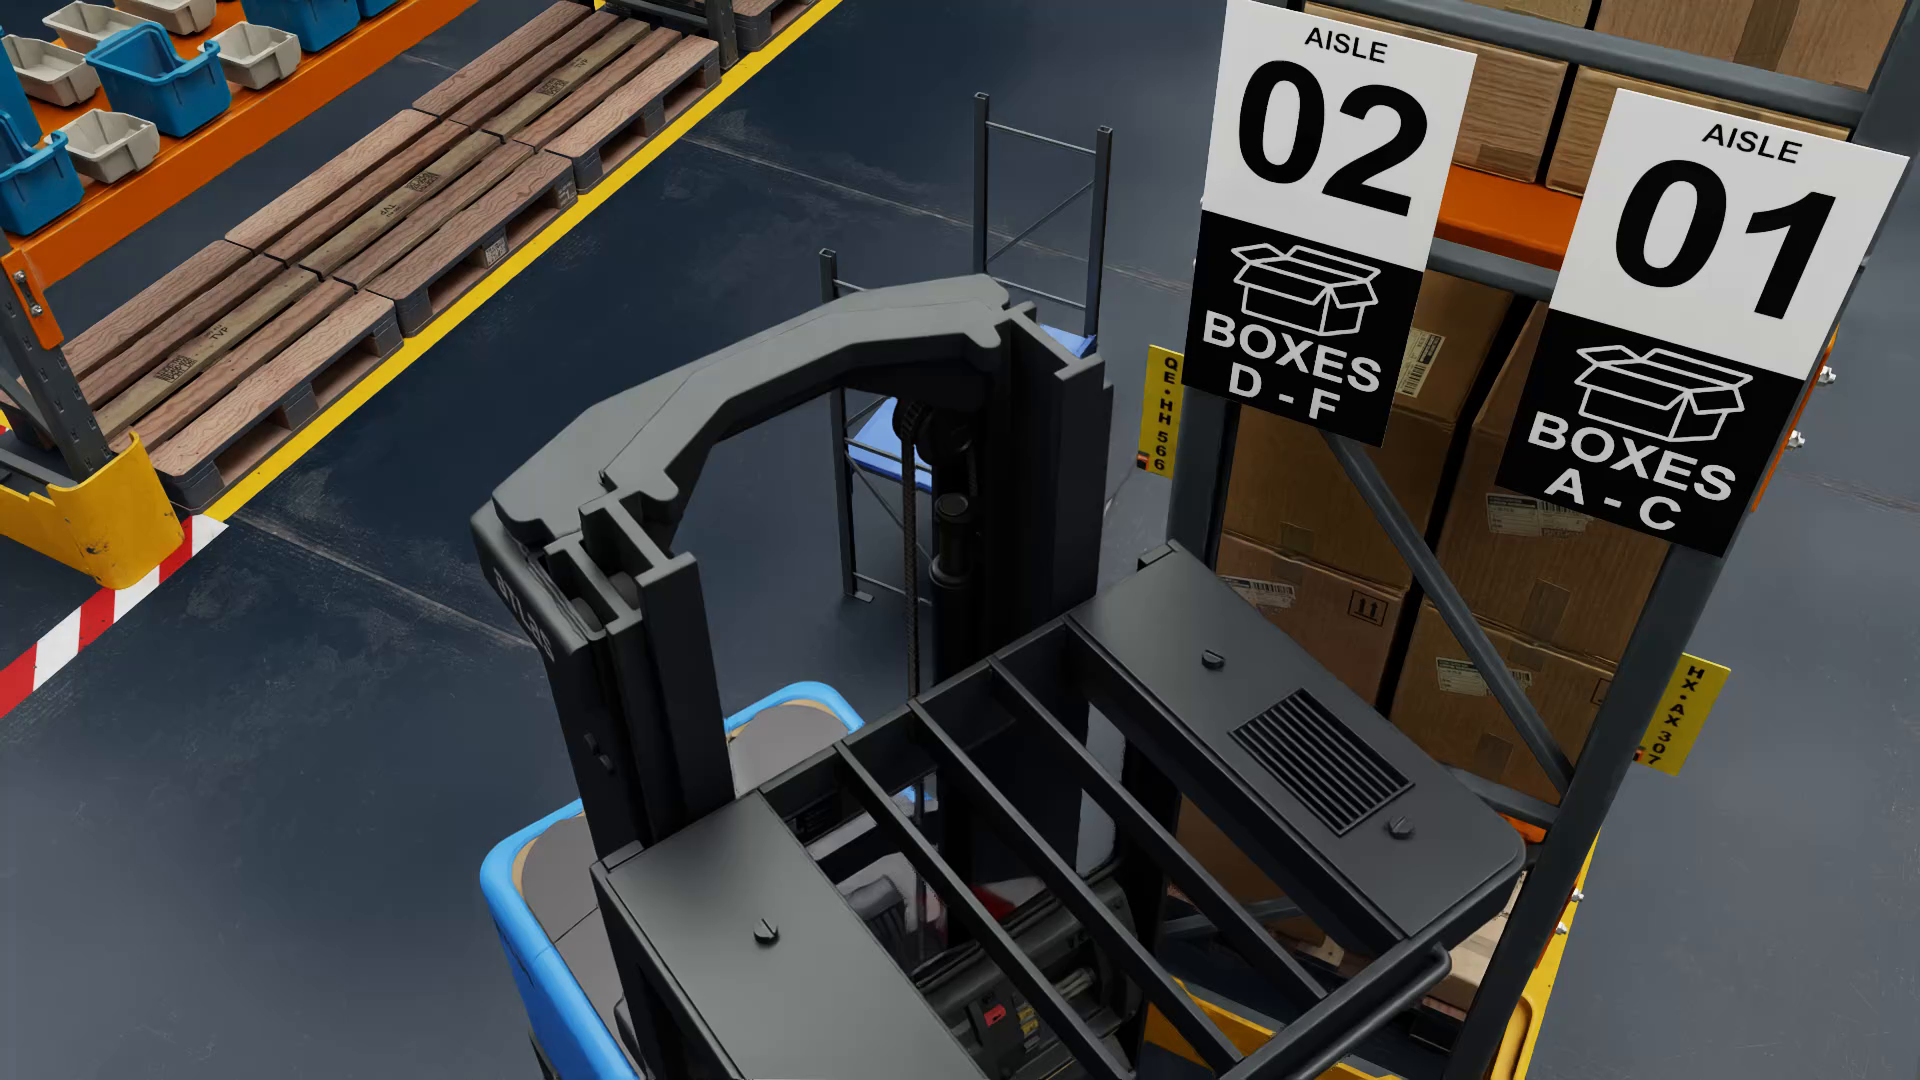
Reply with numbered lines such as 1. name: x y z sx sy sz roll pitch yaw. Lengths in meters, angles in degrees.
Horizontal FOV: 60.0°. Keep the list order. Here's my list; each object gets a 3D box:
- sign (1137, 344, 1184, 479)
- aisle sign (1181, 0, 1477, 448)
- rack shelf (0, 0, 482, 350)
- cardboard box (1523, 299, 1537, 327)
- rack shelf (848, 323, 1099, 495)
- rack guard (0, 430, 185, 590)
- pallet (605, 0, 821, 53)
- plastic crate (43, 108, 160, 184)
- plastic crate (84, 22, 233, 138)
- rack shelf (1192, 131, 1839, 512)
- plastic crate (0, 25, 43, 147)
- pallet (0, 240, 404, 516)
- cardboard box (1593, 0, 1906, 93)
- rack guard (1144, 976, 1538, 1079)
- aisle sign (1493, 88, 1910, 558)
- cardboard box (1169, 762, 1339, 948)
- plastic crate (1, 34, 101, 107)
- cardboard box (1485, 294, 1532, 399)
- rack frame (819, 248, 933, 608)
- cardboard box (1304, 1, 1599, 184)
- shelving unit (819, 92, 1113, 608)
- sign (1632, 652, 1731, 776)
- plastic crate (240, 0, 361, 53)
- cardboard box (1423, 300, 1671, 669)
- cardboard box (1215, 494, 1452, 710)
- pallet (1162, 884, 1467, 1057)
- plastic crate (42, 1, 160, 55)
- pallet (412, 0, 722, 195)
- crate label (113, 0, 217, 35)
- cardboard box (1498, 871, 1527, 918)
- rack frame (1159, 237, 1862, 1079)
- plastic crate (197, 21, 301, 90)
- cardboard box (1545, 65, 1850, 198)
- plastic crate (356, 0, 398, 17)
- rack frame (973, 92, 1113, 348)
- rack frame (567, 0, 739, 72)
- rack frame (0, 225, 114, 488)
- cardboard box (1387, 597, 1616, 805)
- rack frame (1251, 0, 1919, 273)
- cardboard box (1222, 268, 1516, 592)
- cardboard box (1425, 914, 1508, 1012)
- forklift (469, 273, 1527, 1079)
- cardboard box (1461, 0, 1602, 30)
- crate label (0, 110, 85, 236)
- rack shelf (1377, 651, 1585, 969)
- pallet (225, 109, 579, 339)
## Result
1. sign: 0.415 -0.252 3.353 0.100 0.325 0.005 20 49 19
2. aisle sign: 0.594 -0.510 2.817 0.394 0.787 0.004 20 49 19
3. rack shelf: -2.560 -2.182 6.804 1.077 0.370 4.000 20 49 19
4. cardboard box: 1.573 -0.449 3.811 0.500 0.500 0.500 21 49 19
5. rack shelf: 0.040 -0.455 5.898 0.538 0.185 1.000 20 49 19
6. rack guard: -3.488 -0.277 6.173 1.175 0.500 0.348 20 49 19
7. pallet: -1.236 -3.187 9.252 1.003 0.211 1.213 20 49 19
8. plastic crate: -2.860 -1.325 5.594 0.250 0.136 0.298 20 49 19
9. plastic crate: -2.776 -1.599 5.797 0.416 0.233 0.300 20 49 19
10. rack shelf: 1.826 -1.599 4.118 1.077 0.370 4.000 20 49 19
11. plastic crate: -3.498 -1.481 5.538 0.616 0.435 0.499 20 49 19
12. pallet: -3.071 -0.702 6.795 1.003 0.211 1.213 20 49 19
13. cardboard box: 1.366 -0.953 2.728 0.500 0.250 0.500 20 49 19
14. rack guard: 0.933 1.293 4.620 1.175 0.500 0.348 20 49 19
15. aisle sign: 1.126 -0.311 2.621 0.394 0.787 0.004 20 49 19
16. cardboard box: 0.932 0.763 4.835 0.500 0.500 0.500 20 49 19
17. plastic crate: -3.270 -1.677 5.942 0.396 0.136 0.243 20 49 19
18. cardboard box: 1.094 -0.614 3.974 0.500 0.500 0.500 22 49 20
19. rack frame: -0.196 -0.261 5.453 0.500 1.500 0.032 20 49 19
20. cardboard box: 0.902 -0.950 3.076 0.500 0.250 0.500 20 49 19
21. shelving unit: 0.040 -0.581 5.770 0.538 1.500 1.048 20 49 19
22. sign: 1.378 0.337 3.199 0.100 0.325 0.005 20 49 19
23. plastic crate: -2.471 -2.014 6.207 0.416 0.233 0.300 20 49 19
24. cardboard box: 1.337 -0.117 3.483 0.500 0.500 0.500 22 49 20
25. cardboard box: 0.864 0.055 4.016 0.500 0.500 0.500 22 49 20
26. pallet: 1.302 0.892 5.220 1.003 0.211 1.213 20 49 19
27. plastic crate: -3.123 -1.855 6.118 0.396 0.136 0.243 20 49 19
28. pallet: -1.938 -2.239 8.314 1.003 0.211 1.213 20 49 19
29. crate label: -3.015 -2.039 6.299 0.396 0.136 0.243 20 49 19
30. cardboard box: 1.512 0.996 4.839 0.380 0.166 0.250 20 49 19
31. rack frame: 0.897 0.462 3.684 1.000 3.000 0.127 20 49 19
32. plastic crate: -2.545 -1.753 6.016 0.250 0.136 0.298 20 49 19
33. cardboard box: 1.361 -0.779 2.907 0.500 0.250 0.500 20 49 19
34. plastic crate: -2.332 -2.203 6.394 0.416 0.233 0.300 20 49 19
35. rack frame: 0.276 -0.901 6.086 0.500 1.500 0.032 20 49 19
36. rack frame: -1.631 -3.695 7.793 1.000 3.000 0.127 20 49 19
37. rack frame: -3.488 -1.175 5.303 1.000 3.000 0.127 20 49 19
38. cardboard box: 1.337 0.235 3.839 0.500 0.500 0.500 21 49 20
39. rack frame: 0.897 -1.646 1.550 1.000 3.000 0.127 20 49 19
40. cardboard box: 0.860 -0.295 3.660 0.500 0.500 0.500 20 49 19
41. cardboard box: 1.396 1.160 4.690 0.380 0.149 0.250 20 49 19
42. forklift: 0.103 1.120 3.082 1.130 2.935 3.031 -28 52 -25
43. cardboard box: 0.910 -1.123 2.896 0.500 0.250 0.500 20 49 19
44. crate label: -3.082 -1.184 5.387 0.416 0.233 0.303 20 49 19
45. rack shelf: 1.826 -0.545 5.185 1.077 0.370 4.000 20 49 19
46. pallet: -2.504 -1.468 7.552 1.003 0.211 1.213 20 49 19
